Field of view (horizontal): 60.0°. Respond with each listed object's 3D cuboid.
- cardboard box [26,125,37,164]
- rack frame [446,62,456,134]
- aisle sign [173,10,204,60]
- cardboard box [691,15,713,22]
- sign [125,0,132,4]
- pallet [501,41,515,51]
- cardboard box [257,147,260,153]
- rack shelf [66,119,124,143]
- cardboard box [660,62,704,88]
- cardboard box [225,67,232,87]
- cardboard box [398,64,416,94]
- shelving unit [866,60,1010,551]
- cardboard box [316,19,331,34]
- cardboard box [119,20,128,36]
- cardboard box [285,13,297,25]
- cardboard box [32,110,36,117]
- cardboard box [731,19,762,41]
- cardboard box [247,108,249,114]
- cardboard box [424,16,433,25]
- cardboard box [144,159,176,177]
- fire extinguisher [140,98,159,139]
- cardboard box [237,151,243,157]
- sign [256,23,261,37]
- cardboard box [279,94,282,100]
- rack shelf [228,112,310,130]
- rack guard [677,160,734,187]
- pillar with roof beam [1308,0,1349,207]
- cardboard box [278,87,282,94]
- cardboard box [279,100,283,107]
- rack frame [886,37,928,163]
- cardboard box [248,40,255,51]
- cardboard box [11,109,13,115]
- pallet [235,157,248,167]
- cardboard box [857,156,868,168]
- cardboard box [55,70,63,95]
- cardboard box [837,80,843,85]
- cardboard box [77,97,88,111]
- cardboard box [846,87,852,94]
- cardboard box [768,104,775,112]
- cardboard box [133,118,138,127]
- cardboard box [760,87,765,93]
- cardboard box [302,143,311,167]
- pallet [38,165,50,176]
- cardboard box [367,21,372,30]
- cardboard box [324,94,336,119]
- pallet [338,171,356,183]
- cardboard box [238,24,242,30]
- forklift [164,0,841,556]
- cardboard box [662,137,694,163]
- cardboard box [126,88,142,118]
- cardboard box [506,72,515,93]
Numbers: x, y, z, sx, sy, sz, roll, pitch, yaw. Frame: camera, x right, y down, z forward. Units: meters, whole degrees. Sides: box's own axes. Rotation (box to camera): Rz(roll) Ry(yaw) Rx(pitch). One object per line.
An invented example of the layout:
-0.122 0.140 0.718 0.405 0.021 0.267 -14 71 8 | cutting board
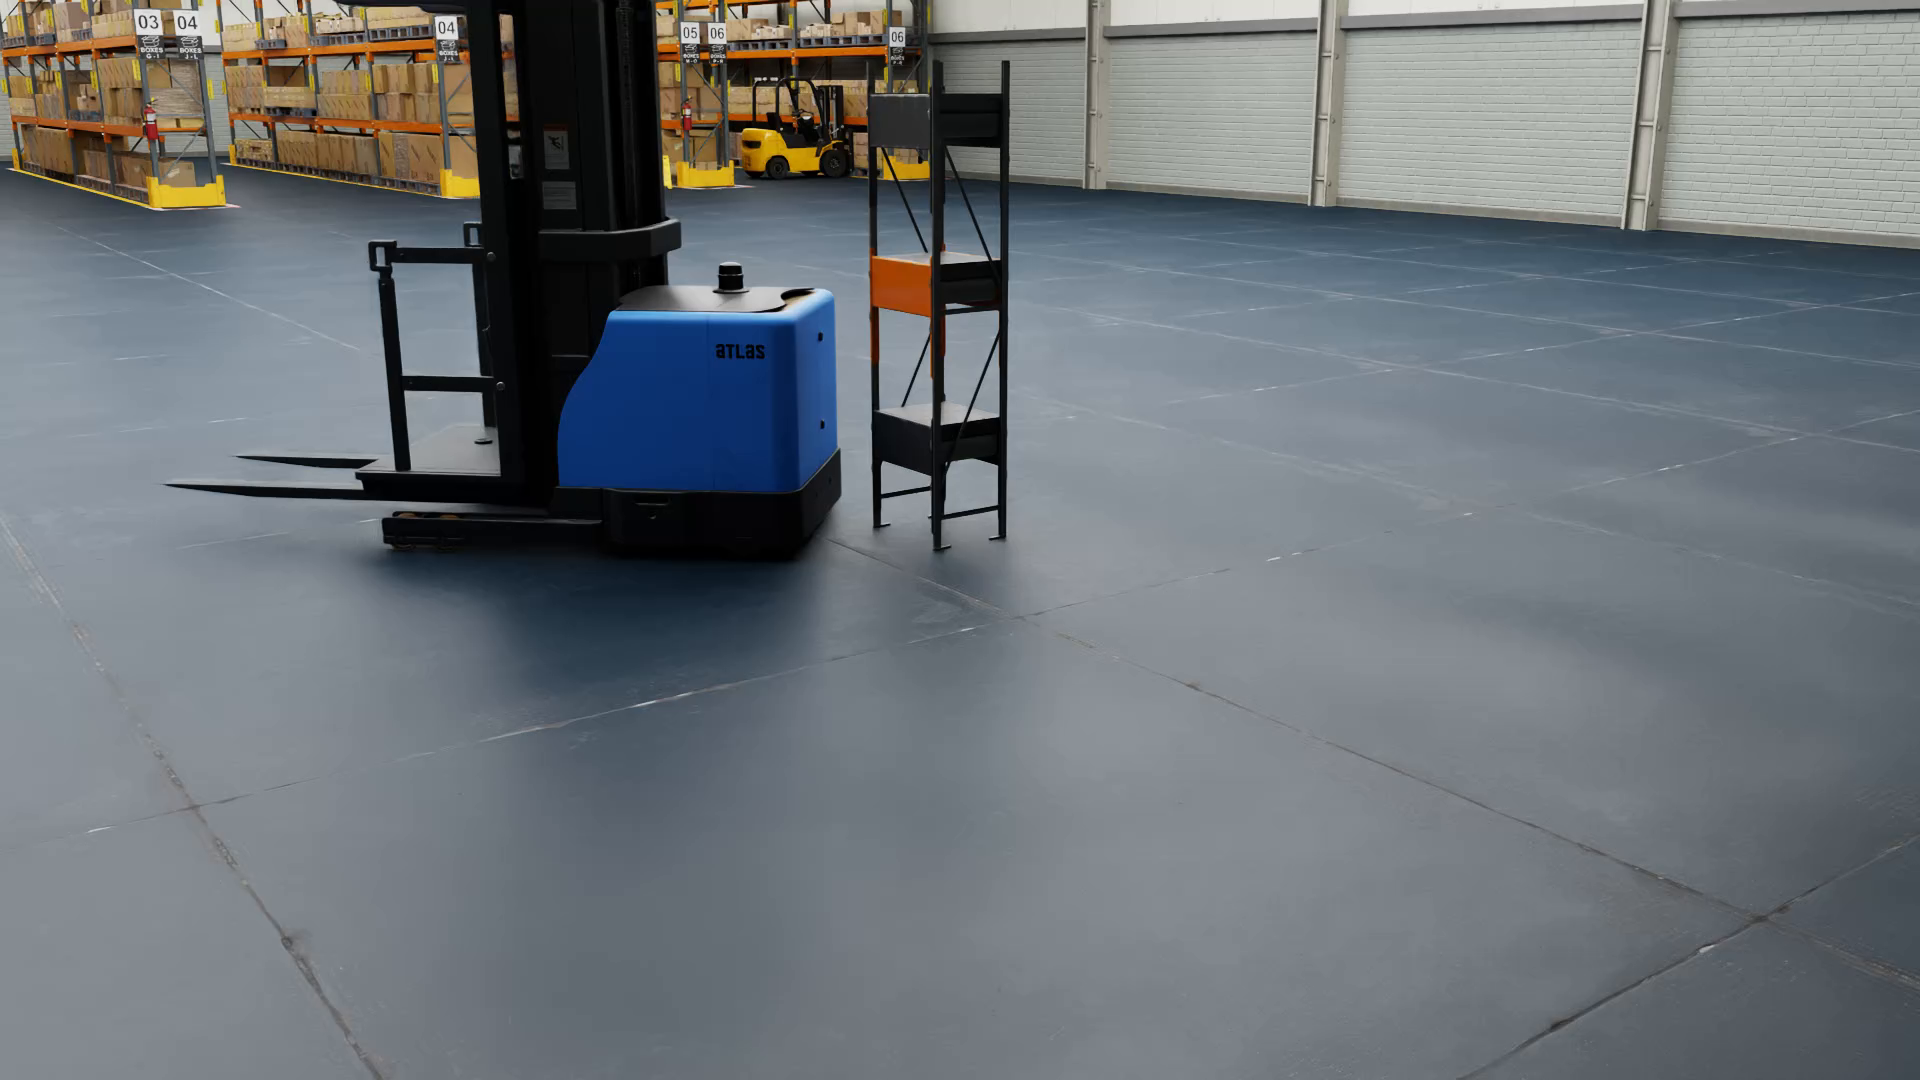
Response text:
-21.611 -9.431 39.583 0.875 0.875 0.875 -11 19 -35 | cardboard box
-14.571 -12.111 46.142 1.000 3.000 0.127 -11 19 -35 | rack frame
-12.900 -8.443 27.817 0.394 0.787 0.004 -11 19 -35 | aisle sign
-5.207 -10.512 33.584 0.380 0.149 0.250 -11 19 -35 | cardboard box
-13.640 -8.948 27.227 0.100 0.325 0.005 -11 19 -35 | sign
-10.289 -11.887 40.002 1.213 0.211 1.003 -10 18 -32 | pallet
-17.322 -9.746 41.545 0.380 0.149 0.250 -12 19 -37 | cardboard box
-16.707 -8.090 32.815 1.077 0.370 4.000 -11 19 -35 | rack shelf
-5.640 -9.443 33.749 0.700 0.500 0.500 -11 19 -36 | cardboard box
-18.466 -11.858 42.570 0.500 0.500 0.500 -11 19 -35 | cardboard box
-10.329 -8.919 32.152 0.875 0.550 0.500 -11 19 -35 | cardboard box
-0.097 -1.048 7.428 0.431 2.100 0.503 -11 19 -35 | shelving unit
-13.564 -11.078 35.872 0.500 0.311 0.500 -11 19 -34 | cardboard box
-13.964 -8.700 28.283 0.500 0.250 0.500 -11 19 -34 | cardboard box
-15.033 -11.794 37.664 0.396 0.266 0.258 -11 19 -35 | cardboard box
-20.679 -9.611 37.486 0.380 0.149 0.250 -11 19 -34 | cardboard box
-5.248 -12.635 41.200 0.700 0.500 0.500 -11 19 -36 | cardboard box
-17.632 -10.754 41.662 0.380 0.149 0.250 -10 18 -33 | cardboard box
-9.578 -9.499 30.408 0.380 0.149 0.250 -11 19 -35 | cardboard box
-14.265 -6.548 29.756 0.500 0.500 0.500 -9 18 -29 | cardboard box
-13.485 -7.022 27.698 0.296 0.674 0.183 -11 19 -35 | fire extinguisher
-18.466 -9.987 42.986 0.380 0.149 0.250 -10 18 -33 | cardboard box
-16.598 -12.077 39.357 0.100 0.325 0.005 -11 19 -35 | sign
-15.529 -10.256 38.484 0.380 0.149 0.250 -11 19 -35 | cardboard box
-17.340 -10.547 41.790 1.077 0.370 4.000 -11 19 -35 | rack shelf
-5.208 -7.505 34.048 1.175 0.500 0.348 -11 19 -35 | rack guard
2.743 -9.417 24.935 9.100 9.000 0.400 -11 19 -35 | pillar with roof beam
-15.543 -10.403 38.458 0.380 0.149 0.250 -10 18 -32 | cardboard box
-15.532 -10.114 38.529 0.380 0.149 0.250 -11 19 -36 | cardboard box
-1.150 -9.465 36.477 1.000 3.000 0.127 -11 19 -35 | rack frame
-16.955 -12.012 40.385 0.500 0.250 0.500 -11 19 -35 | cardboard box
-22.645 -10.324 40.091 0.380 0.149 0.250 -11 19 -34 | cardboard box
-18.022 -9.780 42.911 1.003 0.211 1.213 -11 19 -35 | pallet
-1.967 -8.500 37.365 0.500 0.250 0.500 -11 19 -35 | cardboard box
-18.681 -9.694 35.224 0.797 0.503 0.637 -10 18 -33 | cardboard box
-2.572 -10.397 37.898 0.380 0.149 0.250 -11 19 -34 | cardboard box
-17.084 -8.601 32.807 0.500 0.250 0.500 -12 19 -36 | cardboard box
-2.355 -10.127 37.476 0.380 0.149 0.250 -11 19 -34 | cardboard box
-4.310 -10.421 40.251 0.500 0.250 0.500 -11 19 -35 | cardboard box
-14.262 -7.328 29.143 0.380 0.149 0.250 -11 19 -35 | cardboard box
-4.658 -10.987 40.619 0.380 0.149 0.250 -11 19 -34 | cardboard box
-14.712 -8.821 38.061 0.500 0.500 0.500 -10 18 -32 | cardboard box
-20.619 -8.548 38.407 1.003 0.211 1.213 -11 19 -35 | pallet
-11.521 -10.204 32.985 0.380 0.149 0.250 -11 19 -35 | cardboard box
-13.465 -9.415 36.103 0.500 0.500 0.500 -11 19 -35 | cardboard box
-12.696 -7.827 35.773 1.003 0.211 1.213 -11 19 -35 | pallet
-17.516 -12.622 40.910 0.380 0.149 0.250 -11 19 -35 | cardboard box
-2.133 -1.495 7.488 3.031 2.935 1.130 2 15 7 | forklift
-5.845 -8.063 34.345 0.500 0.500 0.500 -11 19 -34 | cardboard box
-13.872 -7.557 28.753 0.875 0.500 0.500 -11 19 -35 | cardboard box
-10.691 -11.111 40.406 0.500 0.500 0.500 -10 18 -34 | cardboard box
